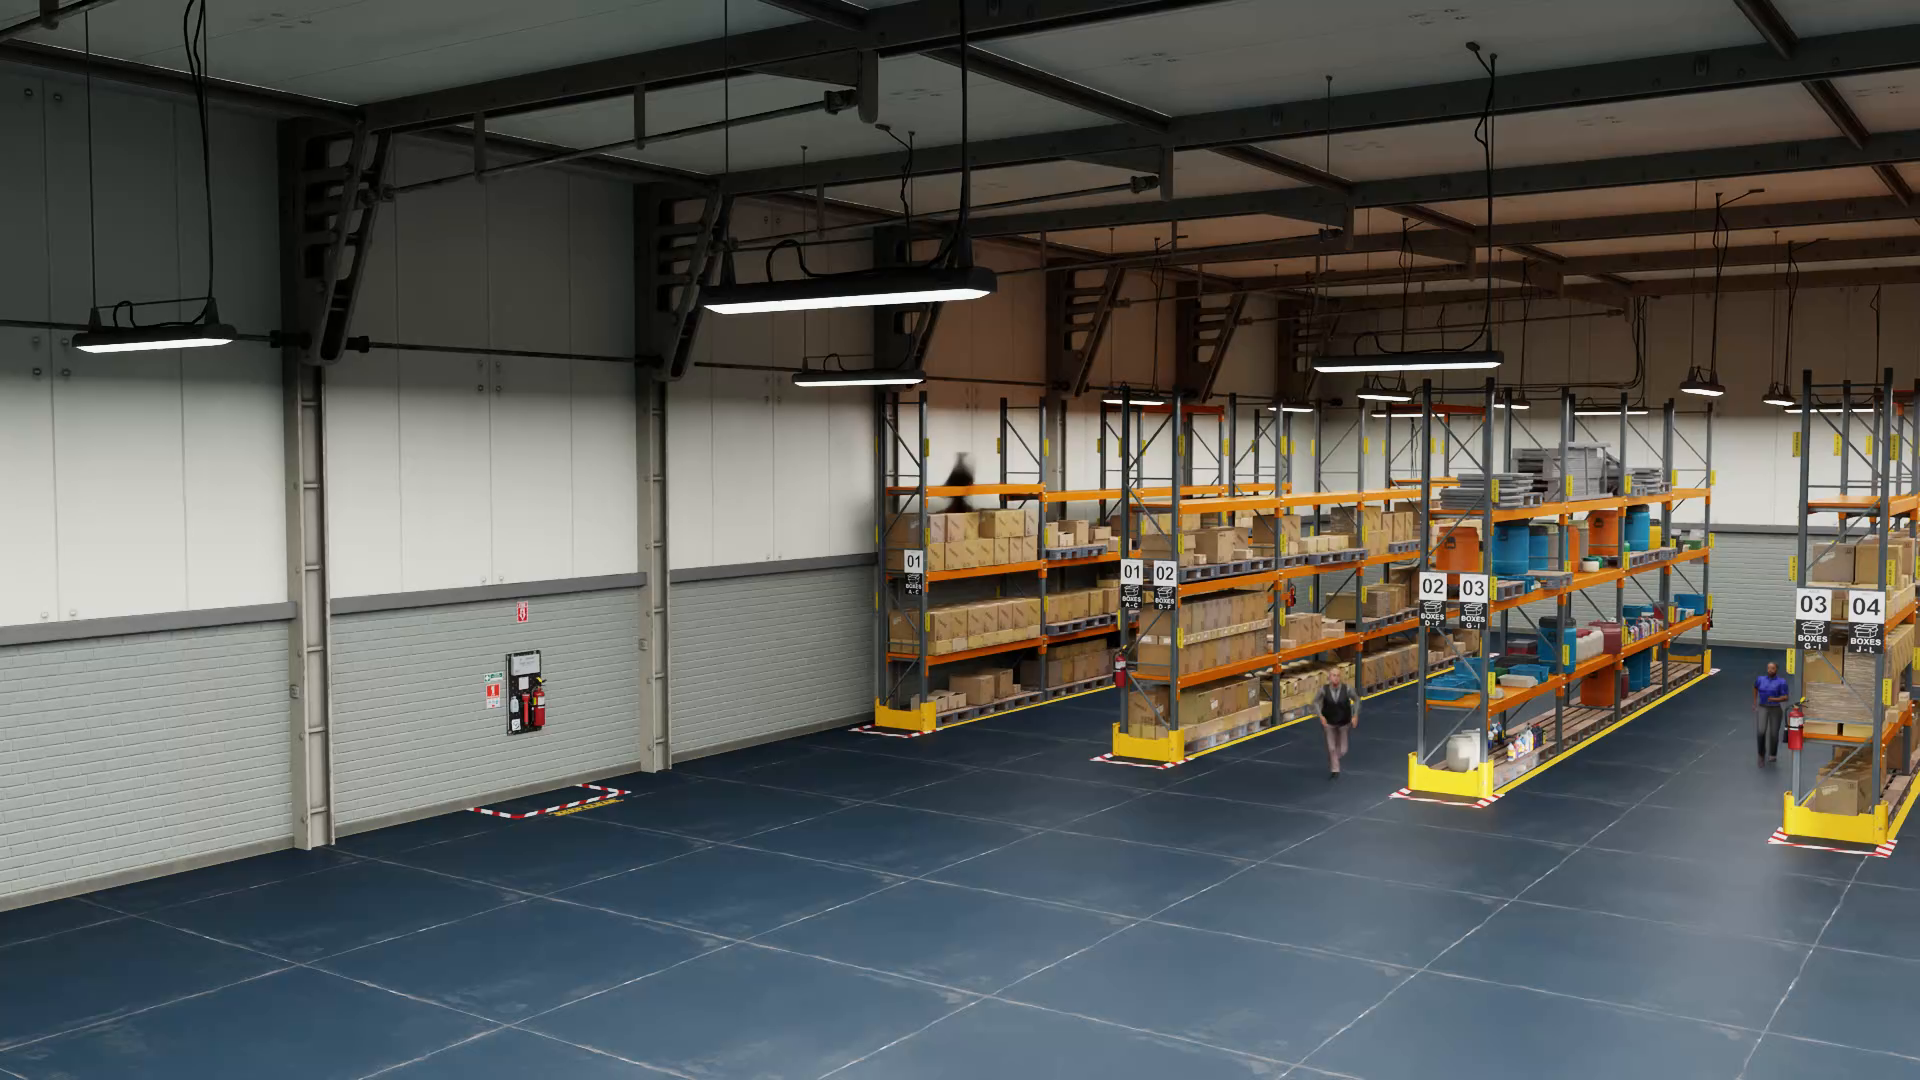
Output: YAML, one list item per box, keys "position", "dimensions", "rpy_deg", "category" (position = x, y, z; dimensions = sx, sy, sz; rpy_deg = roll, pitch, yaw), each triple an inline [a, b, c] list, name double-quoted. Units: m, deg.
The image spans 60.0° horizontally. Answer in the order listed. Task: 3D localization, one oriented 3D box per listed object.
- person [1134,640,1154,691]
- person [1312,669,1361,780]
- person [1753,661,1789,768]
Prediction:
- position: [3.638, 2.371, 31.813]
  dimensions: [0.676, 1.766, 0.757]
  rpy_deg: [2, 4, 26]
  category: "person"
- position: [5.691, 2.777, 25.165]
  dimensions: [0.719, 1.686, 0.516]
  rpy_deg: [0, 3, 4]
  category: "person"
- position: [12.696, 2.781, 26.069]
  dimensions: [0.510, 1.588, 0.787]
  rpy_deg: [2, 4, 27]
  category: "person"
